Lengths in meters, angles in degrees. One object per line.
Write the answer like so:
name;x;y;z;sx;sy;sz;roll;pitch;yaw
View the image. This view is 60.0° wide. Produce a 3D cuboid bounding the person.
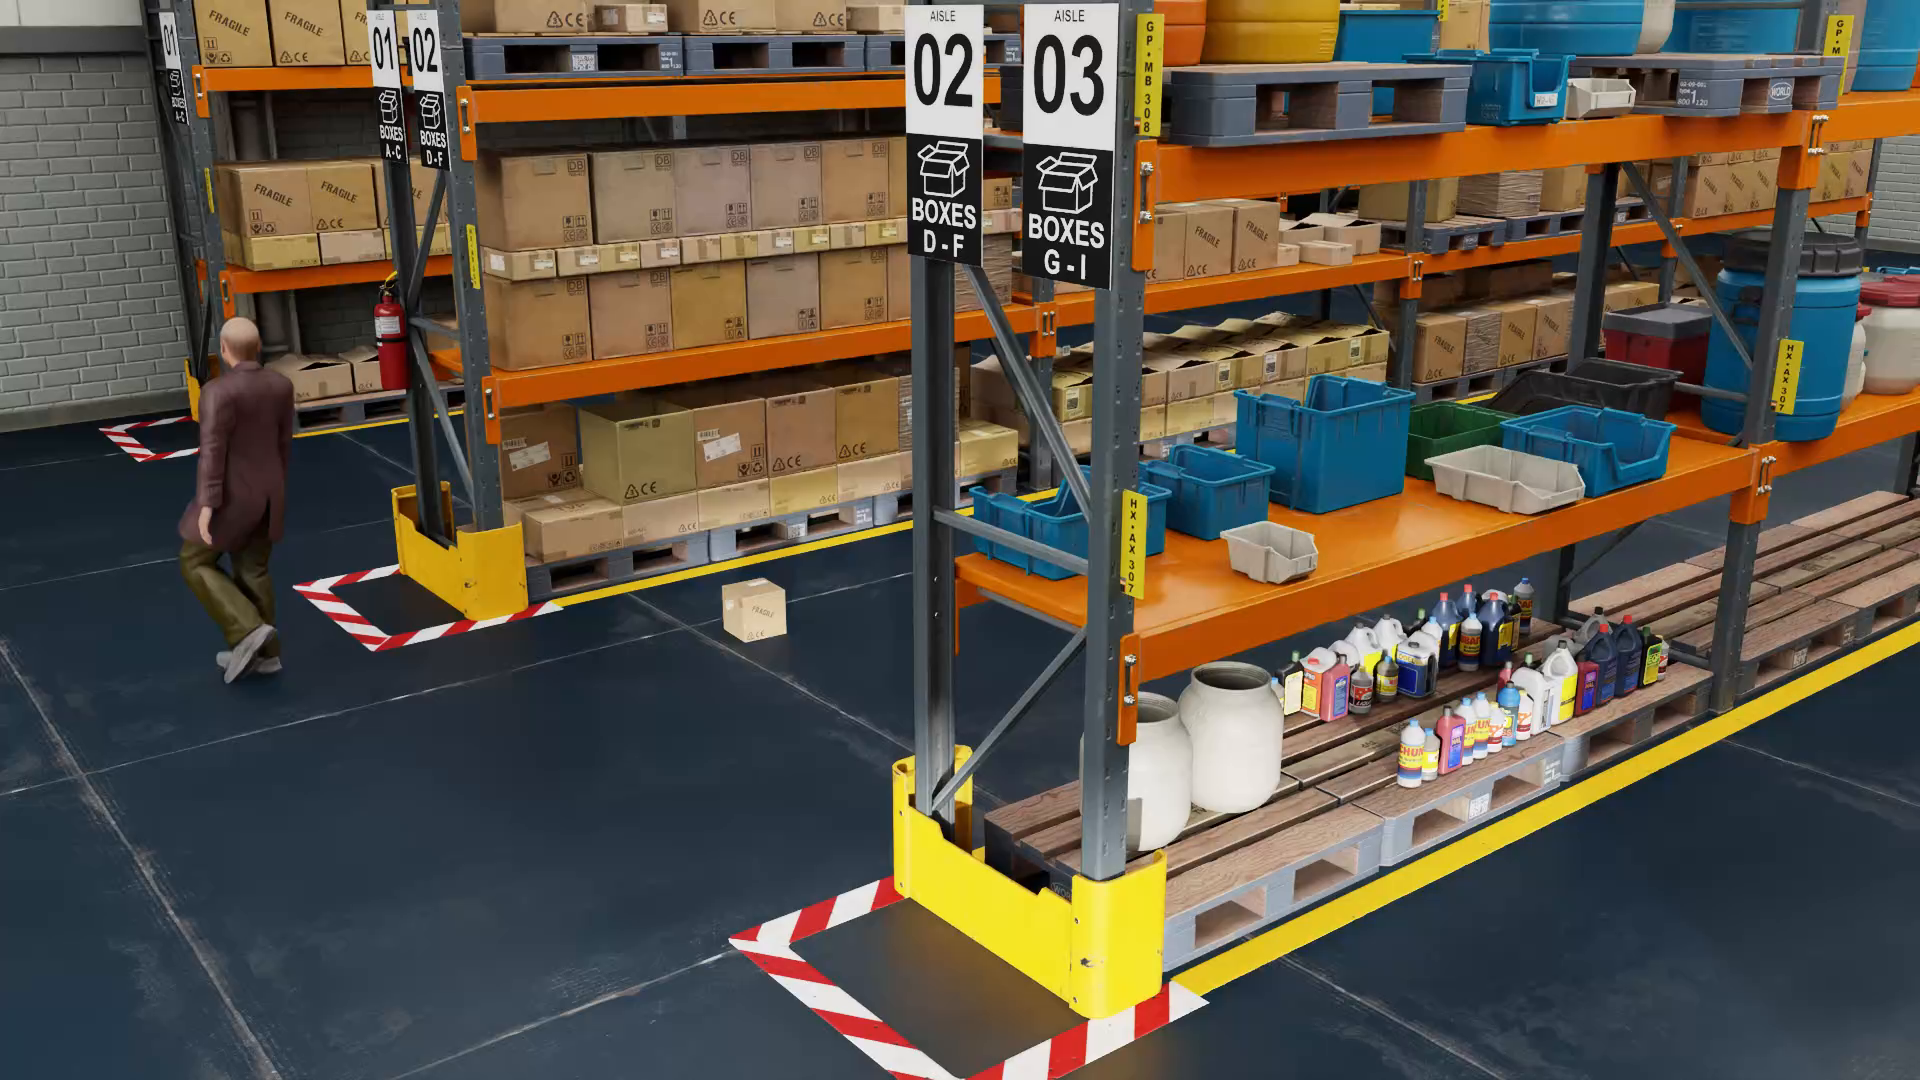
person;-3.535;-0.204;8.153;0.503;1.763;0.645;7;19;21
